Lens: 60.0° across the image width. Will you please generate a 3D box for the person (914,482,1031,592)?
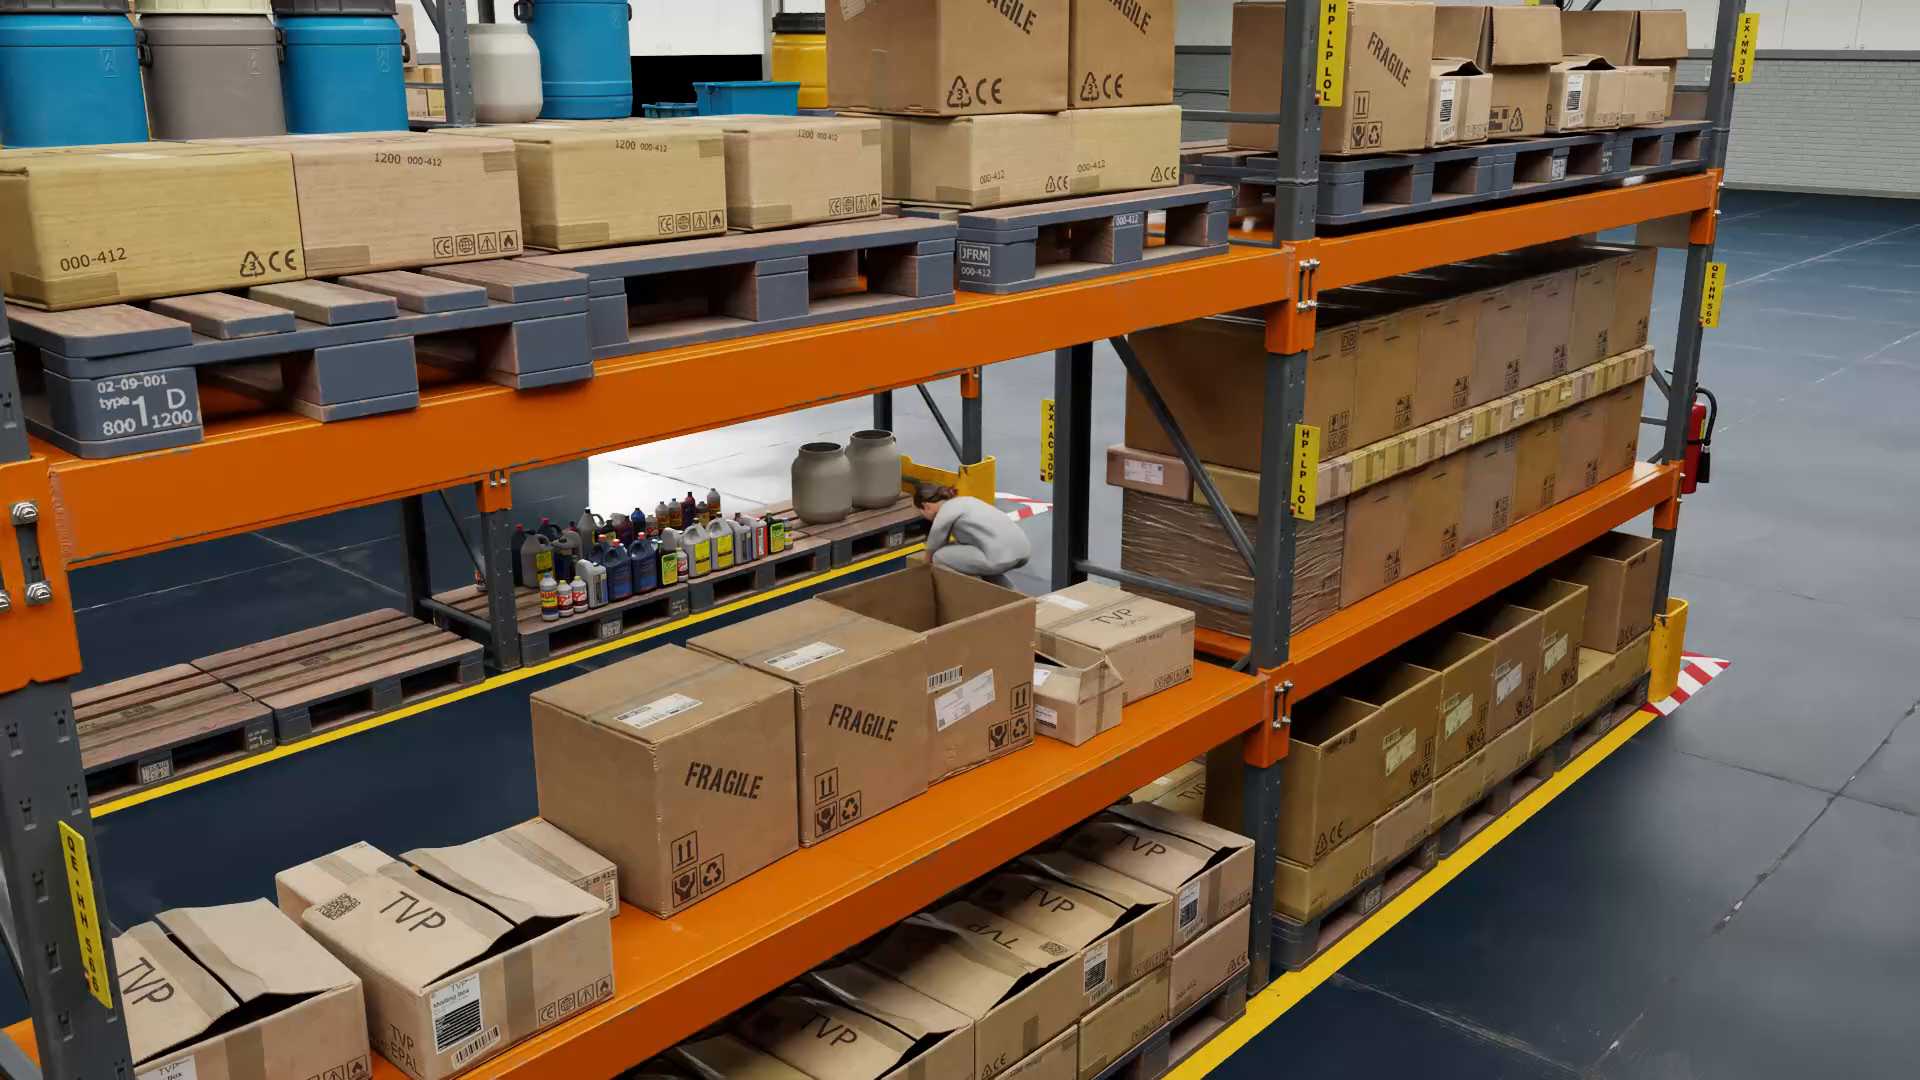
[{"bbox_3d":[0.059,0.064,10.485,0.821,0.810,0.477,14,22,39],"label":"person"}]
